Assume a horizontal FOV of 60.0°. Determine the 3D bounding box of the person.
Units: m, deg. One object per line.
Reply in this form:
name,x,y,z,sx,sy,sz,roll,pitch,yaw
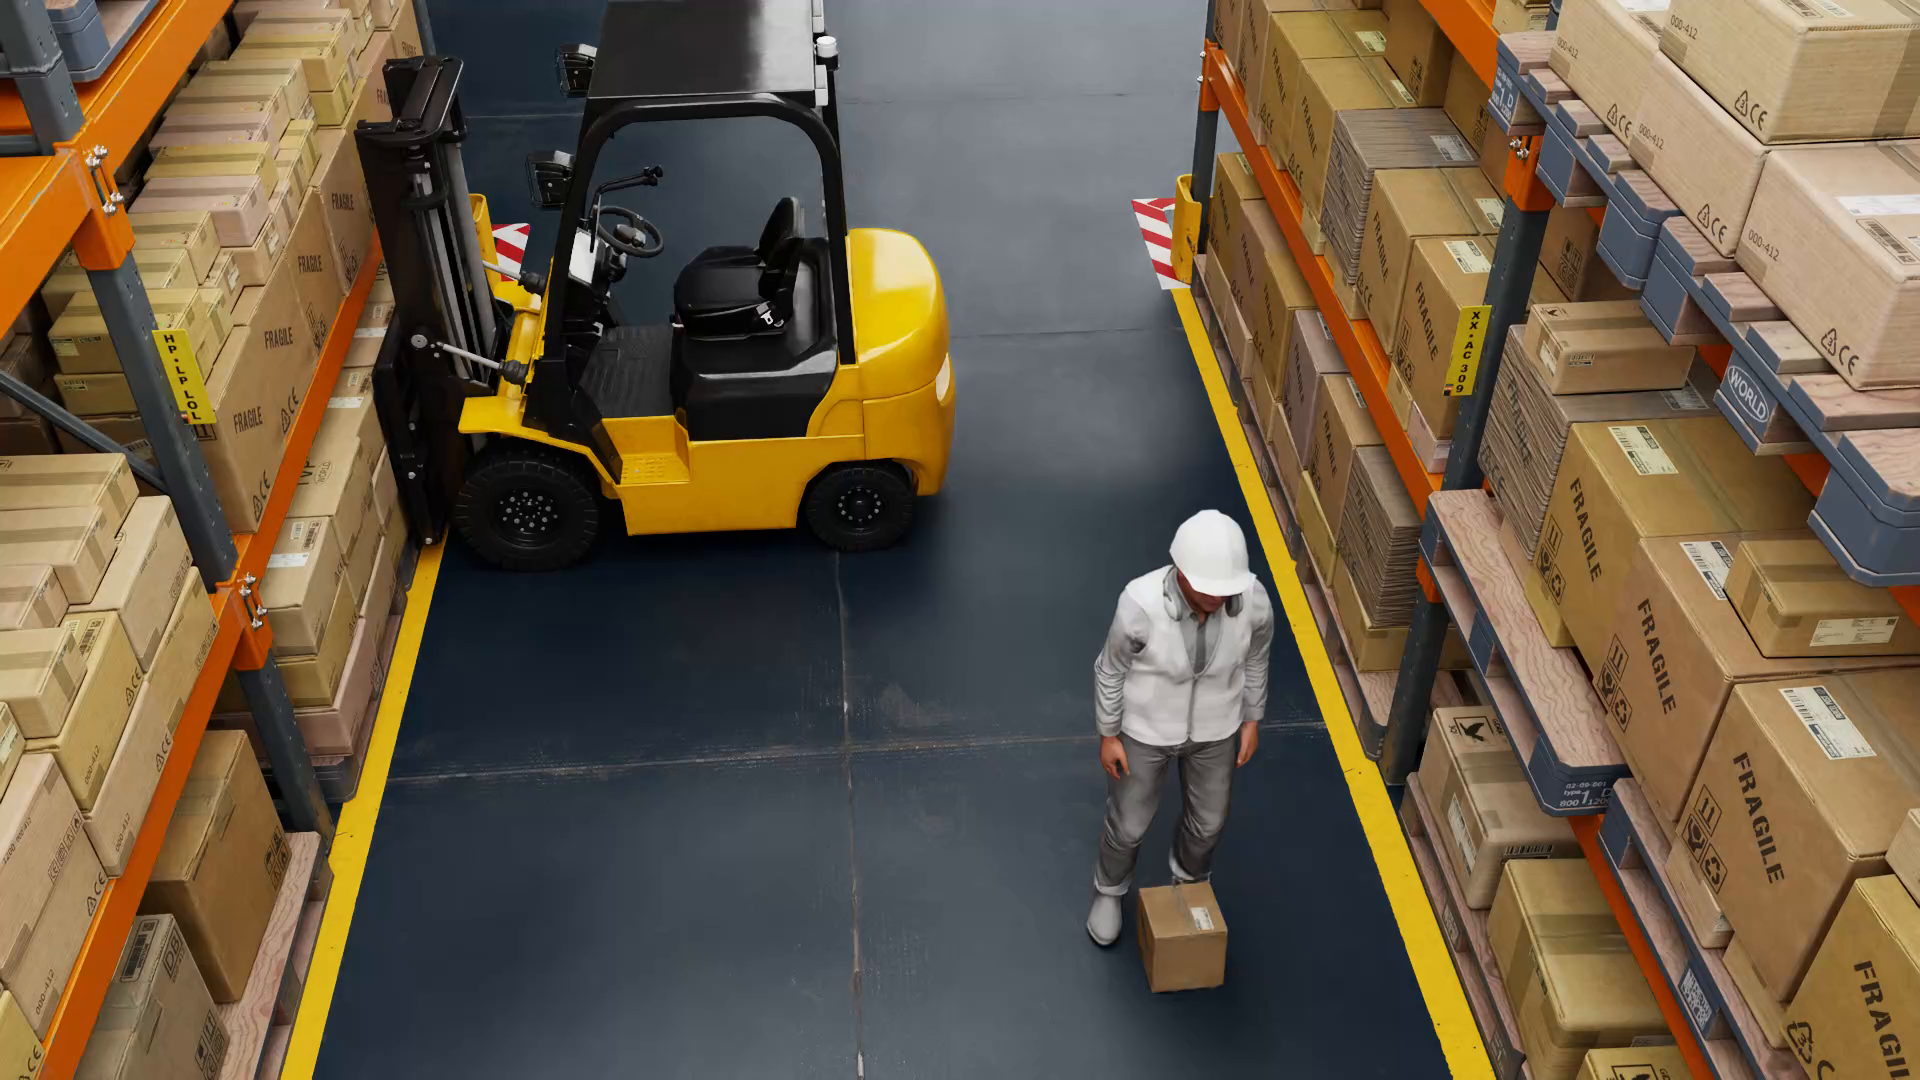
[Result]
person,0.710,0.596,5.393,0.570,1.772,0.456,-5,39,-6
